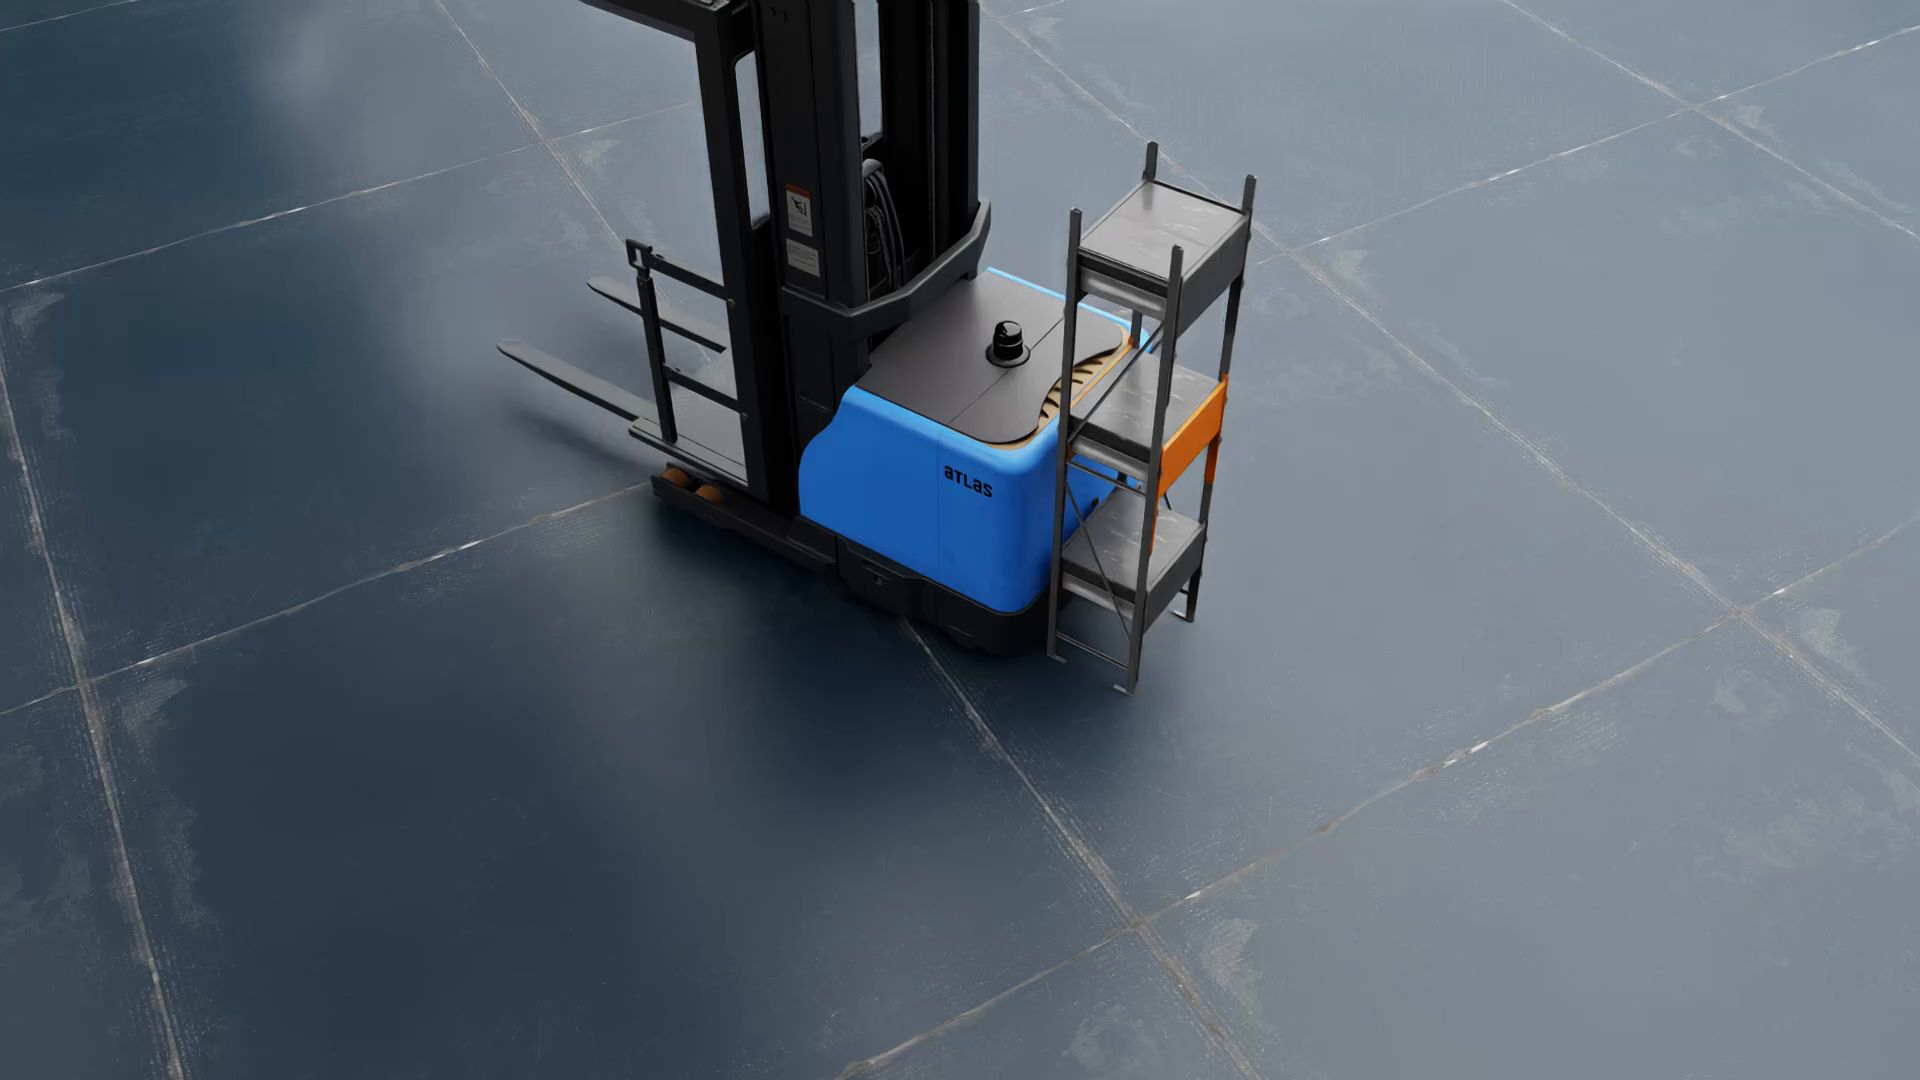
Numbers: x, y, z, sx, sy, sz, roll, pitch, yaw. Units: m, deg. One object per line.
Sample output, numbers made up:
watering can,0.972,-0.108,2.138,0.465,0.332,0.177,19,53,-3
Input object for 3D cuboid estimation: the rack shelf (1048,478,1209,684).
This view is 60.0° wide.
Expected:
rack shelf,0.655,0.157,6.535,0.431,0.518,0.480,25,50,24

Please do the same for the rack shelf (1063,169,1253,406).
rack shelf,0.655,-0.848,5.560,0.431,0.518,0.480,25,50,24

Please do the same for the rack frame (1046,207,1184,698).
rack frame,0.517,-0.215,5.893,0.400,2.100,0.015,25,50,24

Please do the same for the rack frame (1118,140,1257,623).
rack frame,0.793,-0.495,6.182,0.400,2.100,0.015,25,50,24

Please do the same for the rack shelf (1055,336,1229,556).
rack shelf,0.655,-0.345,6.047,0.431,0.518,0.480,25,50,24

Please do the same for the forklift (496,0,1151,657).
forklift,-0.741,-1.404,6.522,3.031,2.935,1.130,25,50,24

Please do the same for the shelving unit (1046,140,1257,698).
shelving unit,0.655,-0.355,6.038,0.431,2.100,0.503,25,50,24
